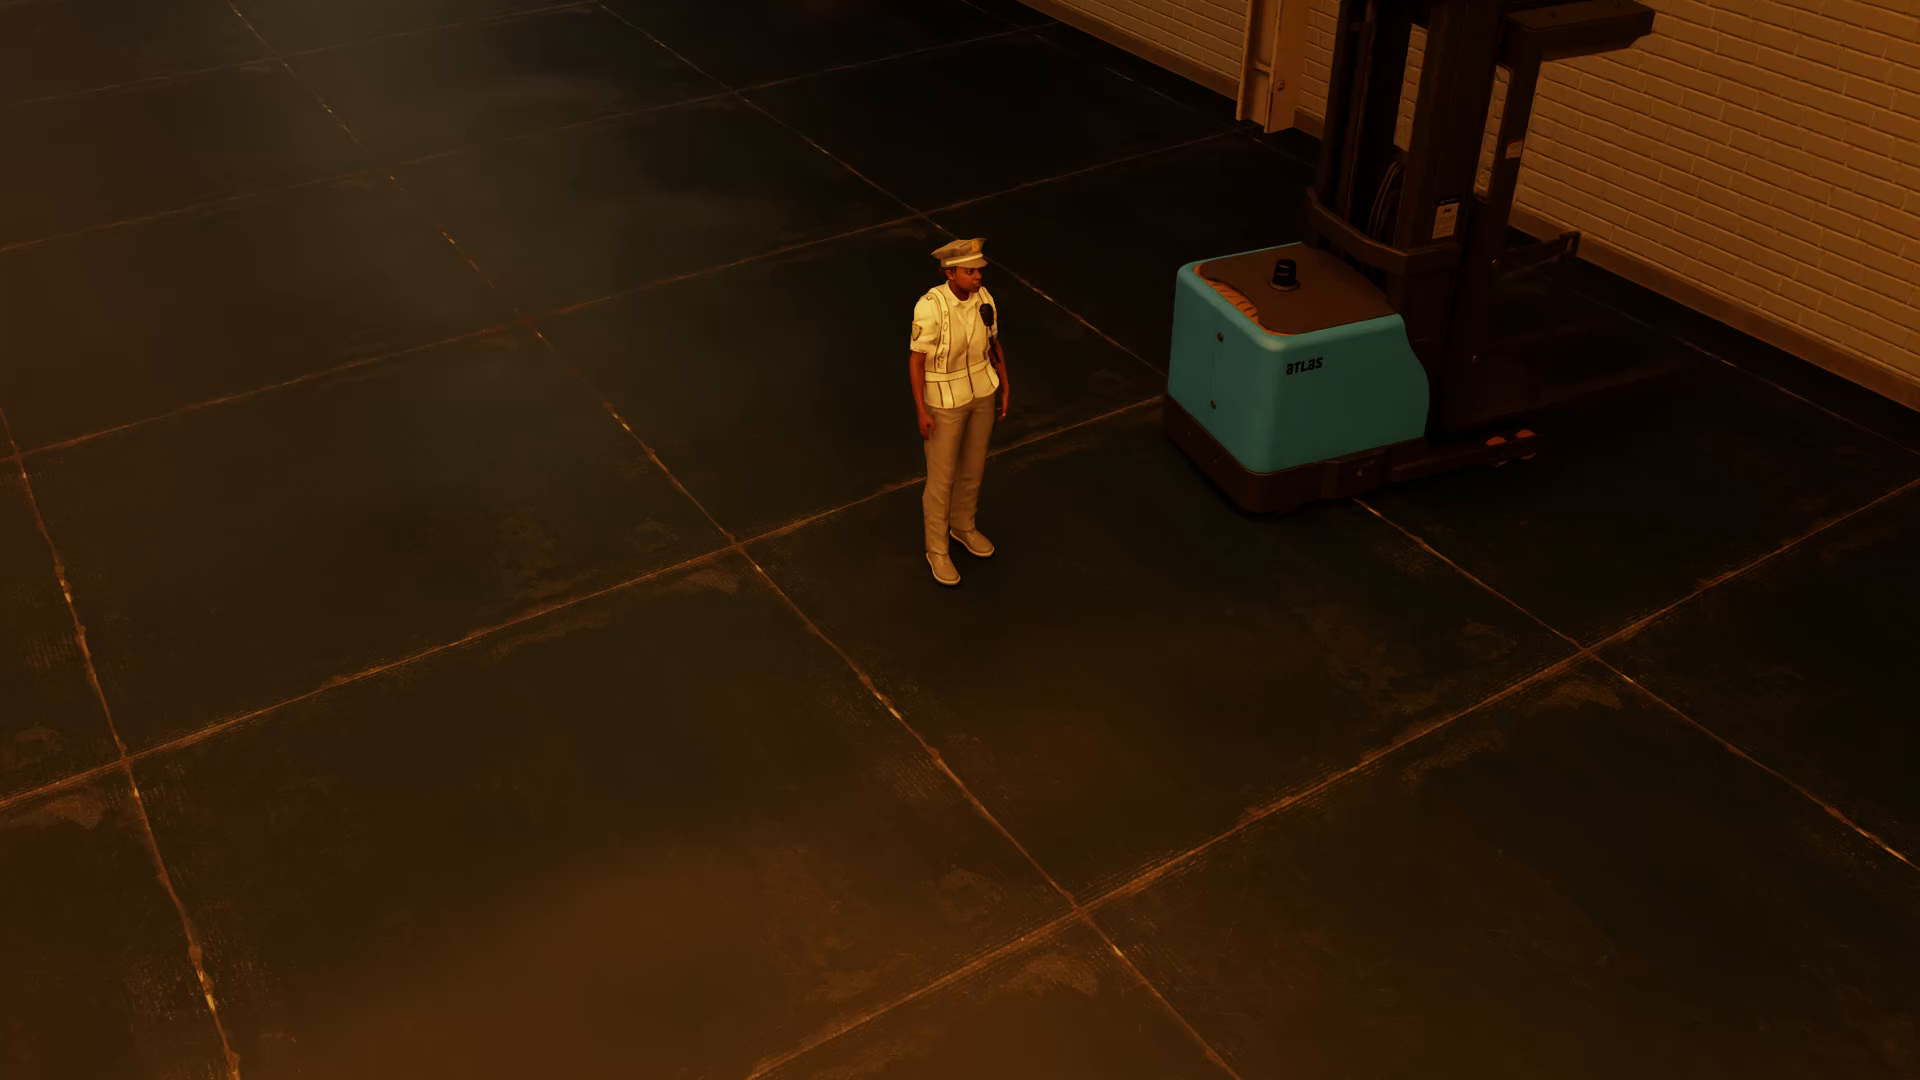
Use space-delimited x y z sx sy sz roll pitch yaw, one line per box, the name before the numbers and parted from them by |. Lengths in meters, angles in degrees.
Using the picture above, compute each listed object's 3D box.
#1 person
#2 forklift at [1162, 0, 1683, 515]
person | 0.024 -0.657 8.145 0.569 1.695 0.528 -21 40 -27
forklift | 2.719 -1.875 8.816 3.031 2.935 1.130 -13 37 -18
